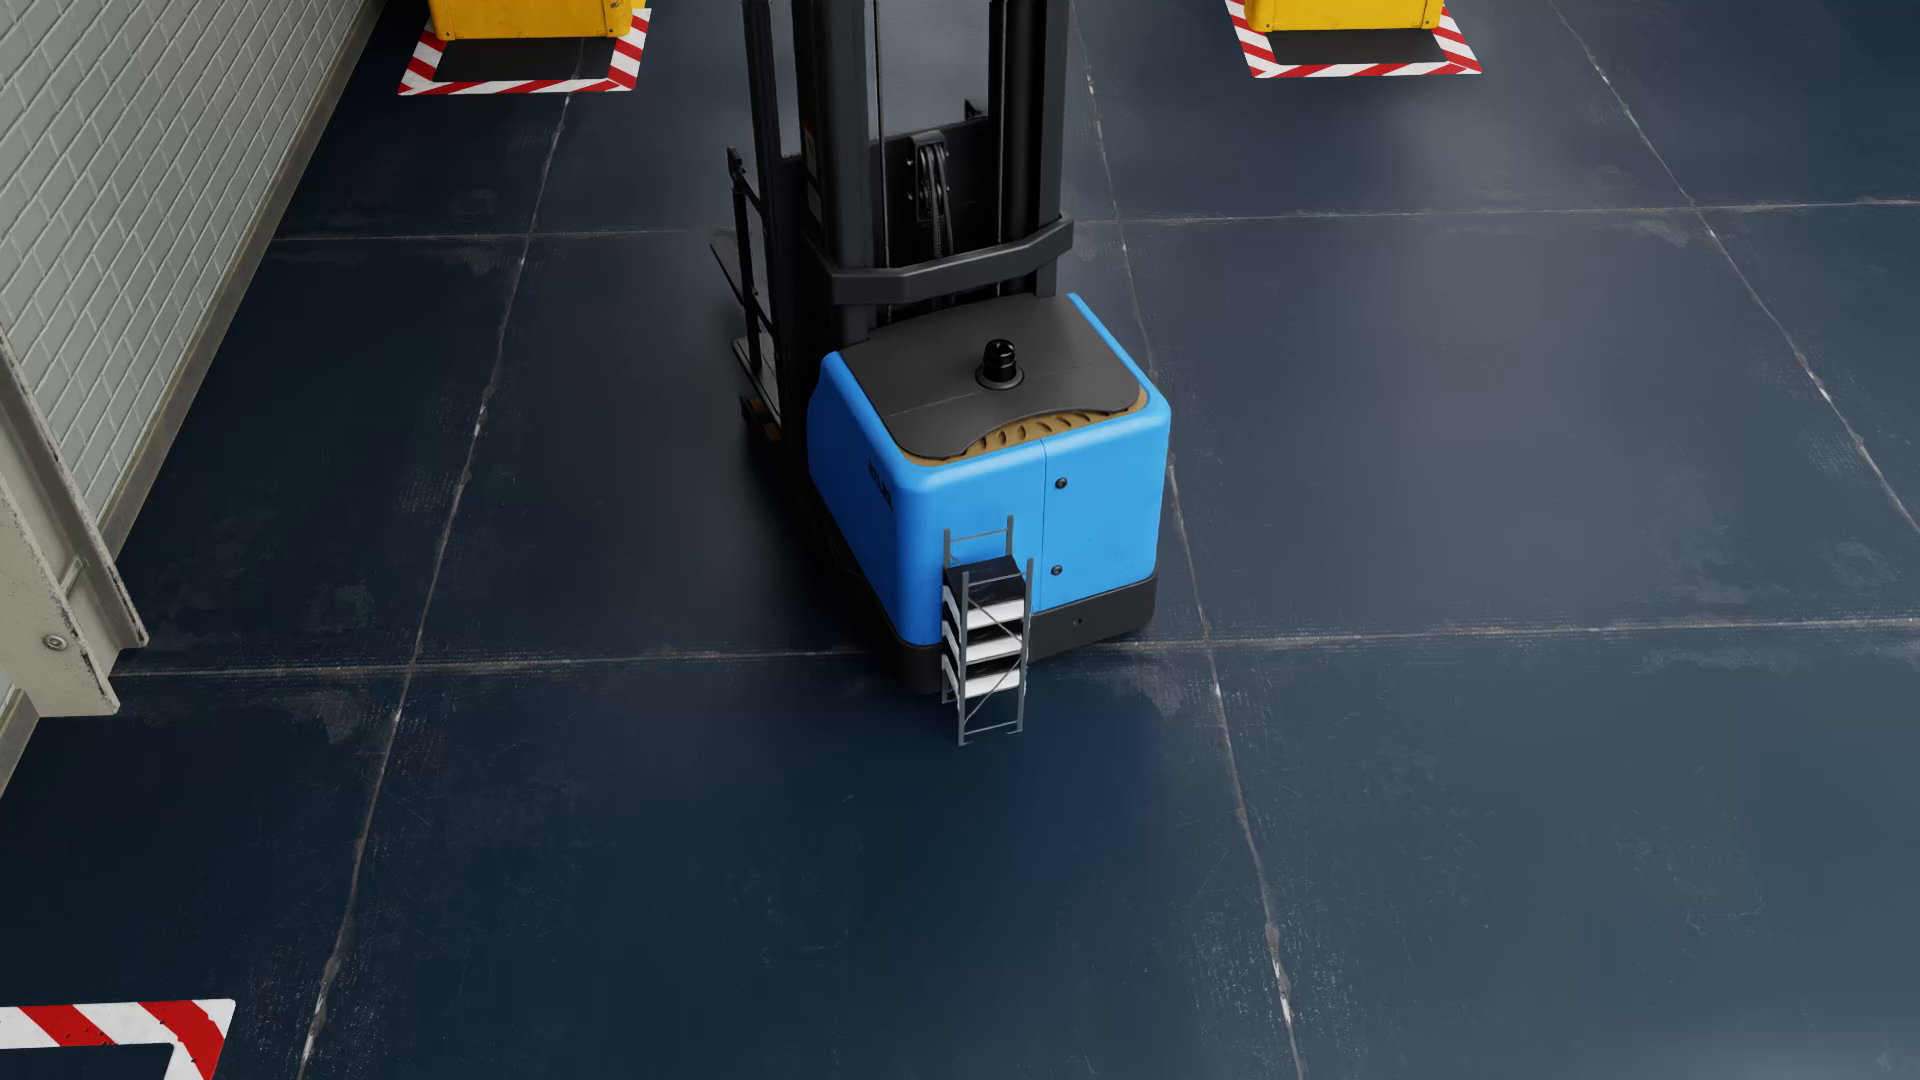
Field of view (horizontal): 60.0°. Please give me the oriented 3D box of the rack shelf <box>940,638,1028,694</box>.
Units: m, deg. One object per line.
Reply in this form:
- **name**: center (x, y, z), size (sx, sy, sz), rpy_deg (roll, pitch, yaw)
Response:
- **rack shelf**: center (0.083, 0.414, 5.807), size (0.258, 0.077, 0.200), rpy_deg (-12, 47, -13)

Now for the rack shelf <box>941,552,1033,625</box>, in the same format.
- **rack shelf**: center (0.089, 0.161, 5.550), size (0.258, 0.077, 0.200), rpy_deg (-12, 47, -13)

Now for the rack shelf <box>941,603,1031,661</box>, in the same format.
- **rack shelf**: center (0.086, 0.288, 5.679), size (0.258, 0.077, 0.200), rpy_deg (-12, 47, -13)

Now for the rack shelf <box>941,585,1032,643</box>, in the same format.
- **rack shelf**: center (0.088, 0.225, 5.615), size (0.258, 0.077, 0.200), rpy_deg (-12, 47, -13)

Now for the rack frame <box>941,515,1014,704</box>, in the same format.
- **rack frame**: center (0.055, 0.258, 5.787), size (0.240, 0.900, 0.006), rpy_deg (-12, 47, -13)

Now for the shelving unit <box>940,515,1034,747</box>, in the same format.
- **shelving unit**: center (0.085, 0.327, 5.719), size (0.258, 0.900, 0.210), rpy_deg (-12, 47, -13)

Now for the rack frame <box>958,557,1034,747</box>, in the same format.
- **rack frame**: center (0.115, 0.397, 5.652), size (0.240, 0.900, 0.006), rpy_deg (-12, 47, -13)

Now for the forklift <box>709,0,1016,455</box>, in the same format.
- **forklift**: center (-0.294, -1.528, 6.248), size (1.110, 2.935, 3.031), rpy_deg (-16, 45, -17)

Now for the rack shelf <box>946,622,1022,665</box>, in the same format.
- **rack shelf**: center (0.085, 0.336, 5.728), size (0.221, 0.026, 0.190), rpy_deg (-12, 47, -13)

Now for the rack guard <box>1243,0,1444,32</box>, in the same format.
- **rack guard**: center (2.351, -3.410, 10.100), size (1.175, 0.500, 0.348), rpy_deg (-2, 43, -2)

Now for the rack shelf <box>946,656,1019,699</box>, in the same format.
- **rack shelf**: center (0.082, 0.462, 5.857), size (0.221, 0.026, 0.190), rpy_deg (-12, 47, -13)

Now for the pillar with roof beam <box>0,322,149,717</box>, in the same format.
- **pillar with roof beam**: center (1.063, -2.935, 3.292), size (9.100, 9.000, 0.400), rpy_deg (-2, 43, -2)
